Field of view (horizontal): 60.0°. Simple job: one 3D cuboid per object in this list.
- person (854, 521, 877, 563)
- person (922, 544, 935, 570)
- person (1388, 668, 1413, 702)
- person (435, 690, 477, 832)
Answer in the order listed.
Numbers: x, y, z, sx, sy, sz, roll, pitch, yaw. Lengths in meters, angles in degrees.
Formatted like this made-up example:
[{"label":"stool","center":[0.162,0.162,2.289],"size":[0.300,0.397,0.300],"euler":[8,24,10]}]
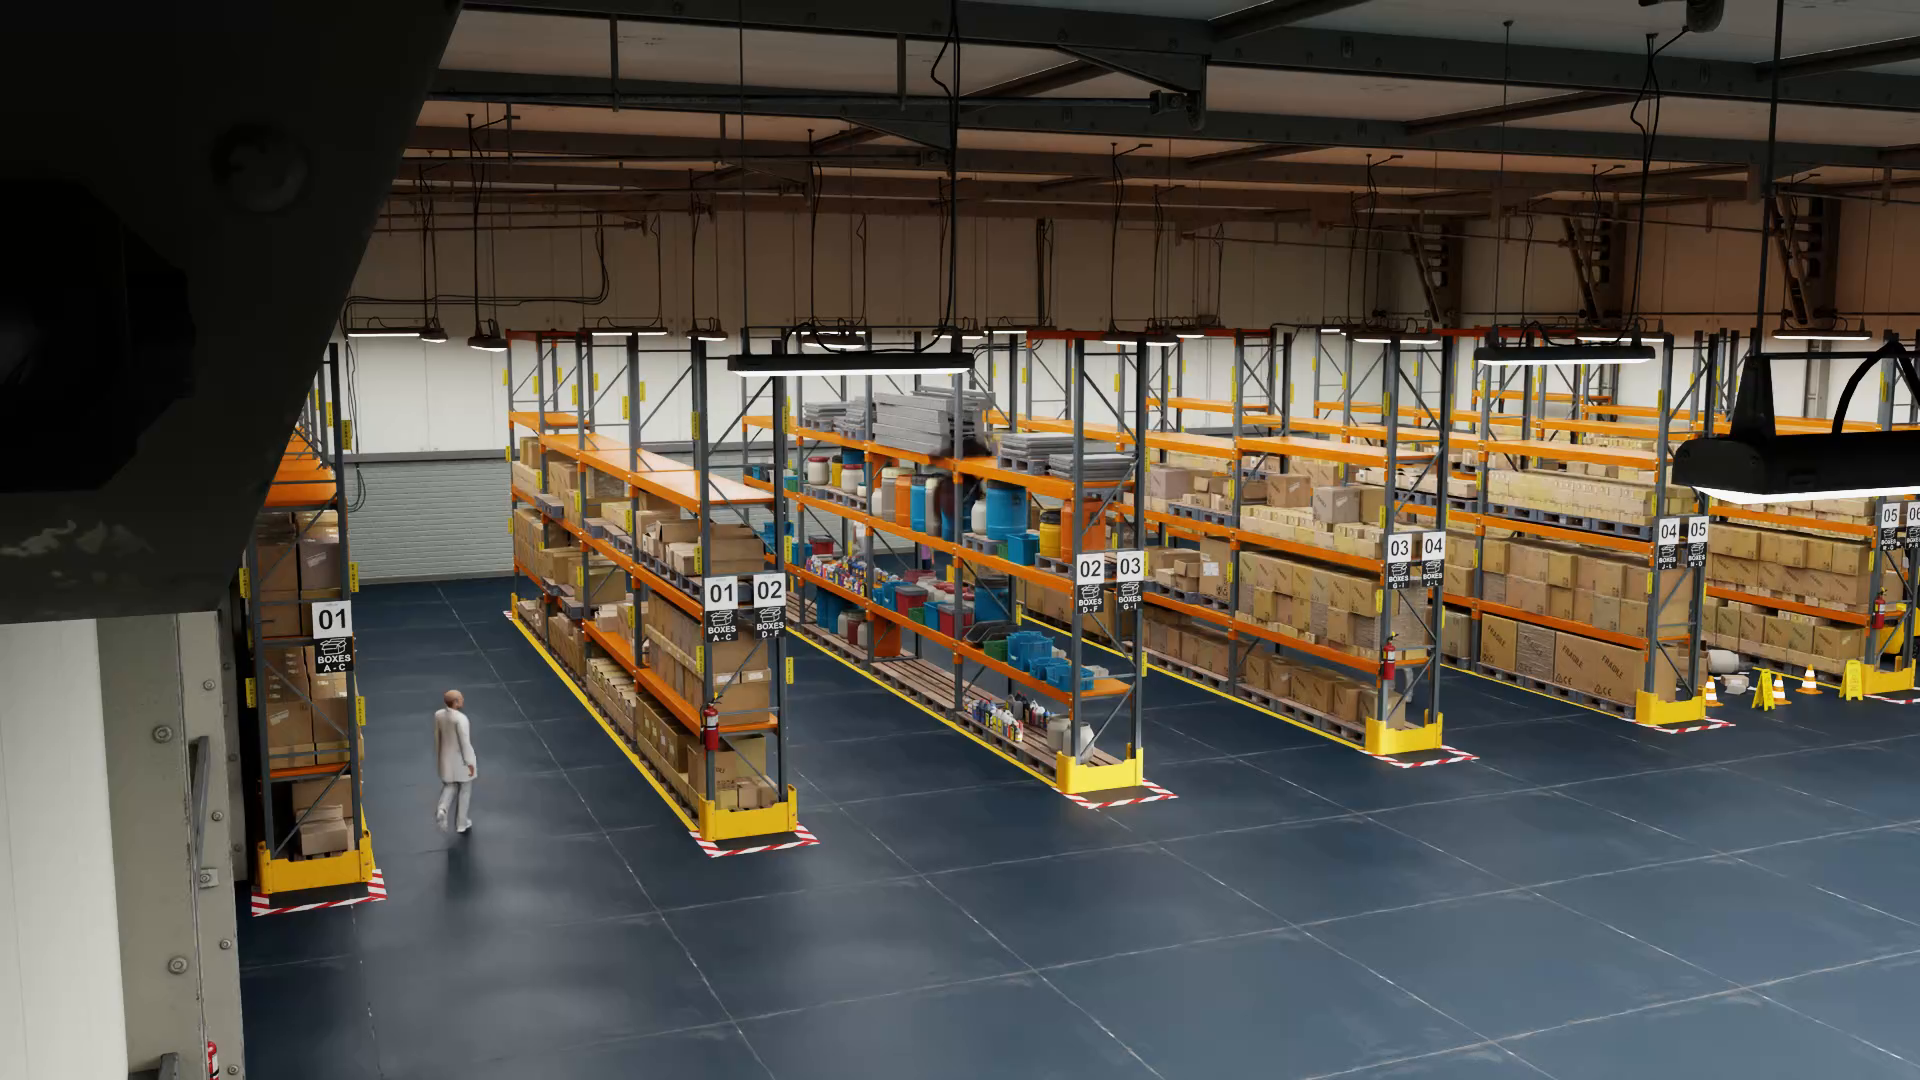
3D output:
[{"label":"person","center":[-2.335,-0.069,40.990],"size":[0.574,1.666,0.453],"euler":[2,8,16]},{"label":"person","center":[-0.772,0.431,37.584],"size":[0.345,1.606,0.477],"euler":[-6,10,-39]},{"label":"person","center":[7.251,1.741,27.298],"size":[0.568,1.780,0.410],"euler":[5,9,32]},{"label":"person","center":[-6.168,2.701,20.242],"size":[0.567,1.759,0.636],"euler":[2,8,13]}]
